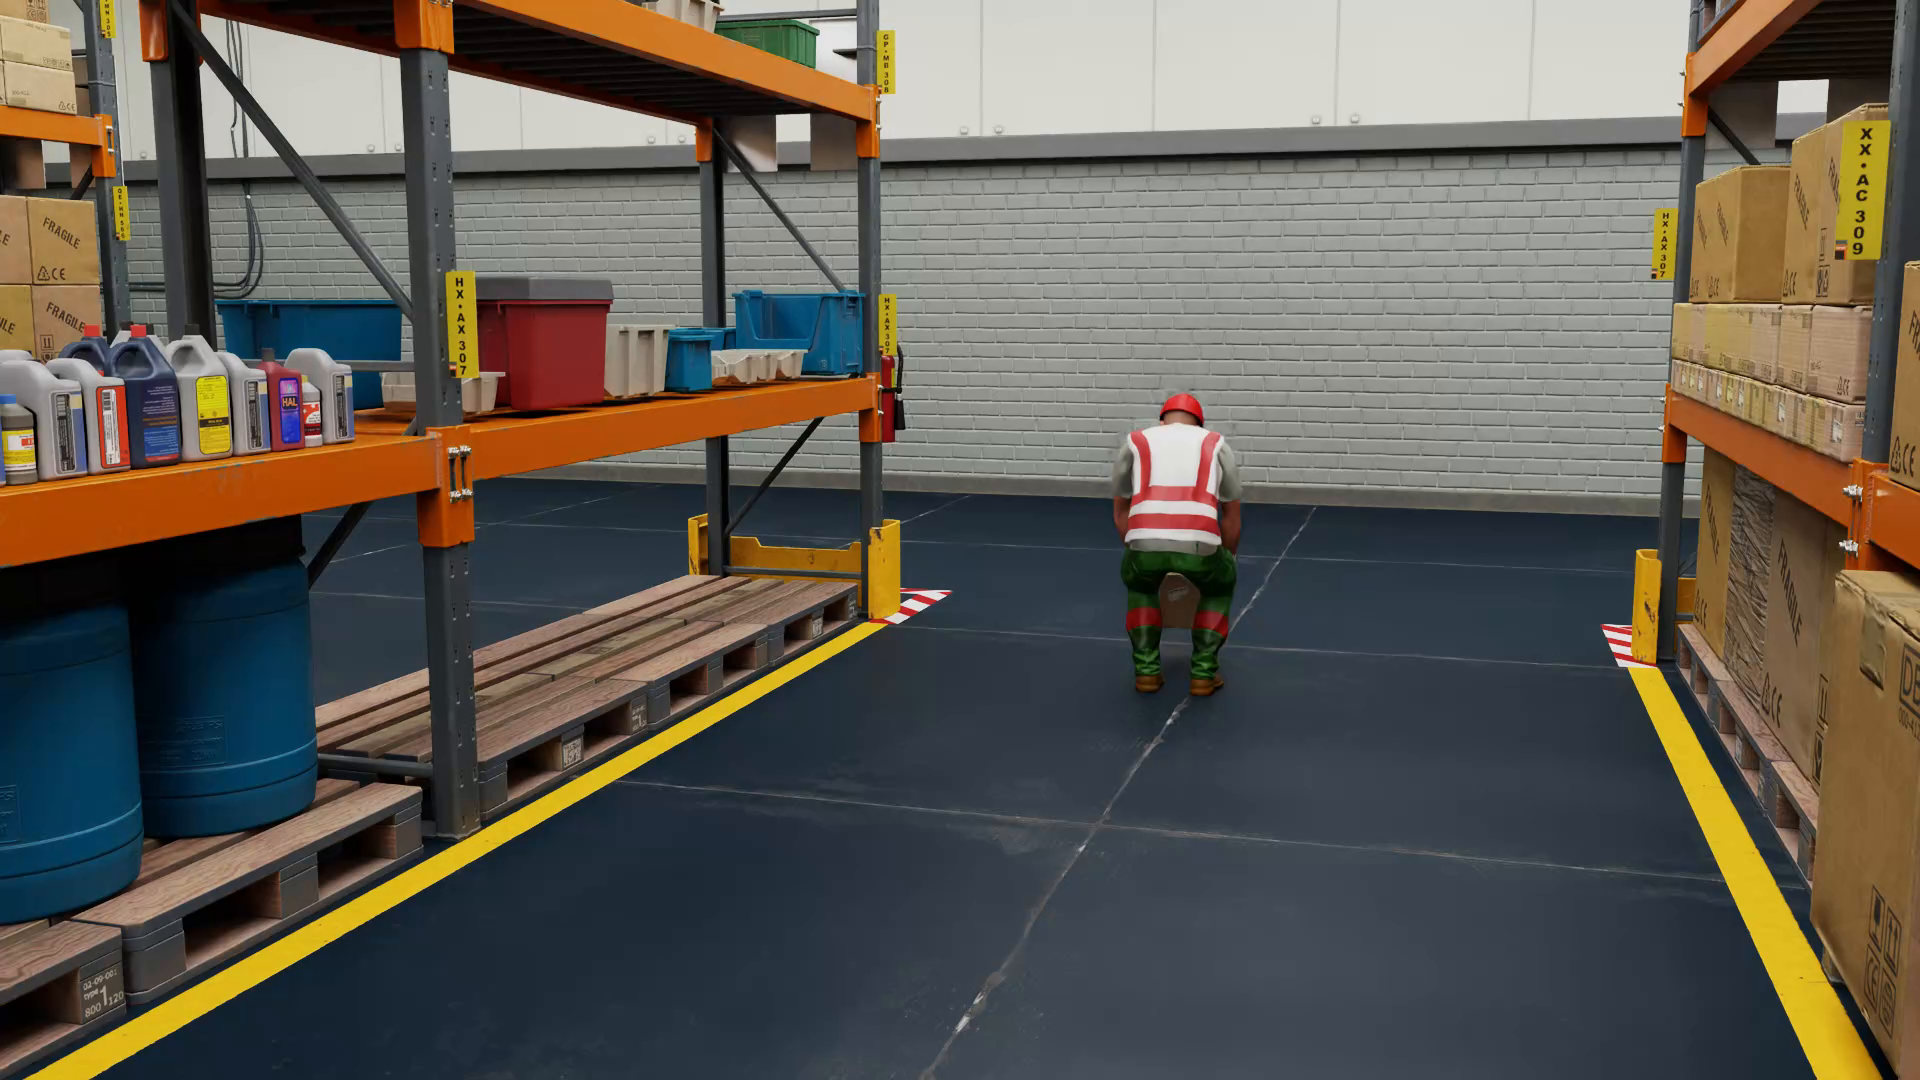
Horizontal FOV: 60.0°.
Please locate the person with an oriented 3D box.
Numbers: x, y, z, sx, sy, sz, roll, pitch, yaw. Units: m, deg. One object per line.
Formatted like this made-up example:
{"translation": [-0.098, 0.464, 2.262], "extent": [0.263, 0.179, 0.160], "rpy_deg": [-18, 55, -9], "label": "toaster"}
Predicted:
{"translation": [0.944, 0.008, 7.419], "extent": [0.586, 1.295, 0.816], "rpy_deg": [2, 9, 16], "label": "person"}
